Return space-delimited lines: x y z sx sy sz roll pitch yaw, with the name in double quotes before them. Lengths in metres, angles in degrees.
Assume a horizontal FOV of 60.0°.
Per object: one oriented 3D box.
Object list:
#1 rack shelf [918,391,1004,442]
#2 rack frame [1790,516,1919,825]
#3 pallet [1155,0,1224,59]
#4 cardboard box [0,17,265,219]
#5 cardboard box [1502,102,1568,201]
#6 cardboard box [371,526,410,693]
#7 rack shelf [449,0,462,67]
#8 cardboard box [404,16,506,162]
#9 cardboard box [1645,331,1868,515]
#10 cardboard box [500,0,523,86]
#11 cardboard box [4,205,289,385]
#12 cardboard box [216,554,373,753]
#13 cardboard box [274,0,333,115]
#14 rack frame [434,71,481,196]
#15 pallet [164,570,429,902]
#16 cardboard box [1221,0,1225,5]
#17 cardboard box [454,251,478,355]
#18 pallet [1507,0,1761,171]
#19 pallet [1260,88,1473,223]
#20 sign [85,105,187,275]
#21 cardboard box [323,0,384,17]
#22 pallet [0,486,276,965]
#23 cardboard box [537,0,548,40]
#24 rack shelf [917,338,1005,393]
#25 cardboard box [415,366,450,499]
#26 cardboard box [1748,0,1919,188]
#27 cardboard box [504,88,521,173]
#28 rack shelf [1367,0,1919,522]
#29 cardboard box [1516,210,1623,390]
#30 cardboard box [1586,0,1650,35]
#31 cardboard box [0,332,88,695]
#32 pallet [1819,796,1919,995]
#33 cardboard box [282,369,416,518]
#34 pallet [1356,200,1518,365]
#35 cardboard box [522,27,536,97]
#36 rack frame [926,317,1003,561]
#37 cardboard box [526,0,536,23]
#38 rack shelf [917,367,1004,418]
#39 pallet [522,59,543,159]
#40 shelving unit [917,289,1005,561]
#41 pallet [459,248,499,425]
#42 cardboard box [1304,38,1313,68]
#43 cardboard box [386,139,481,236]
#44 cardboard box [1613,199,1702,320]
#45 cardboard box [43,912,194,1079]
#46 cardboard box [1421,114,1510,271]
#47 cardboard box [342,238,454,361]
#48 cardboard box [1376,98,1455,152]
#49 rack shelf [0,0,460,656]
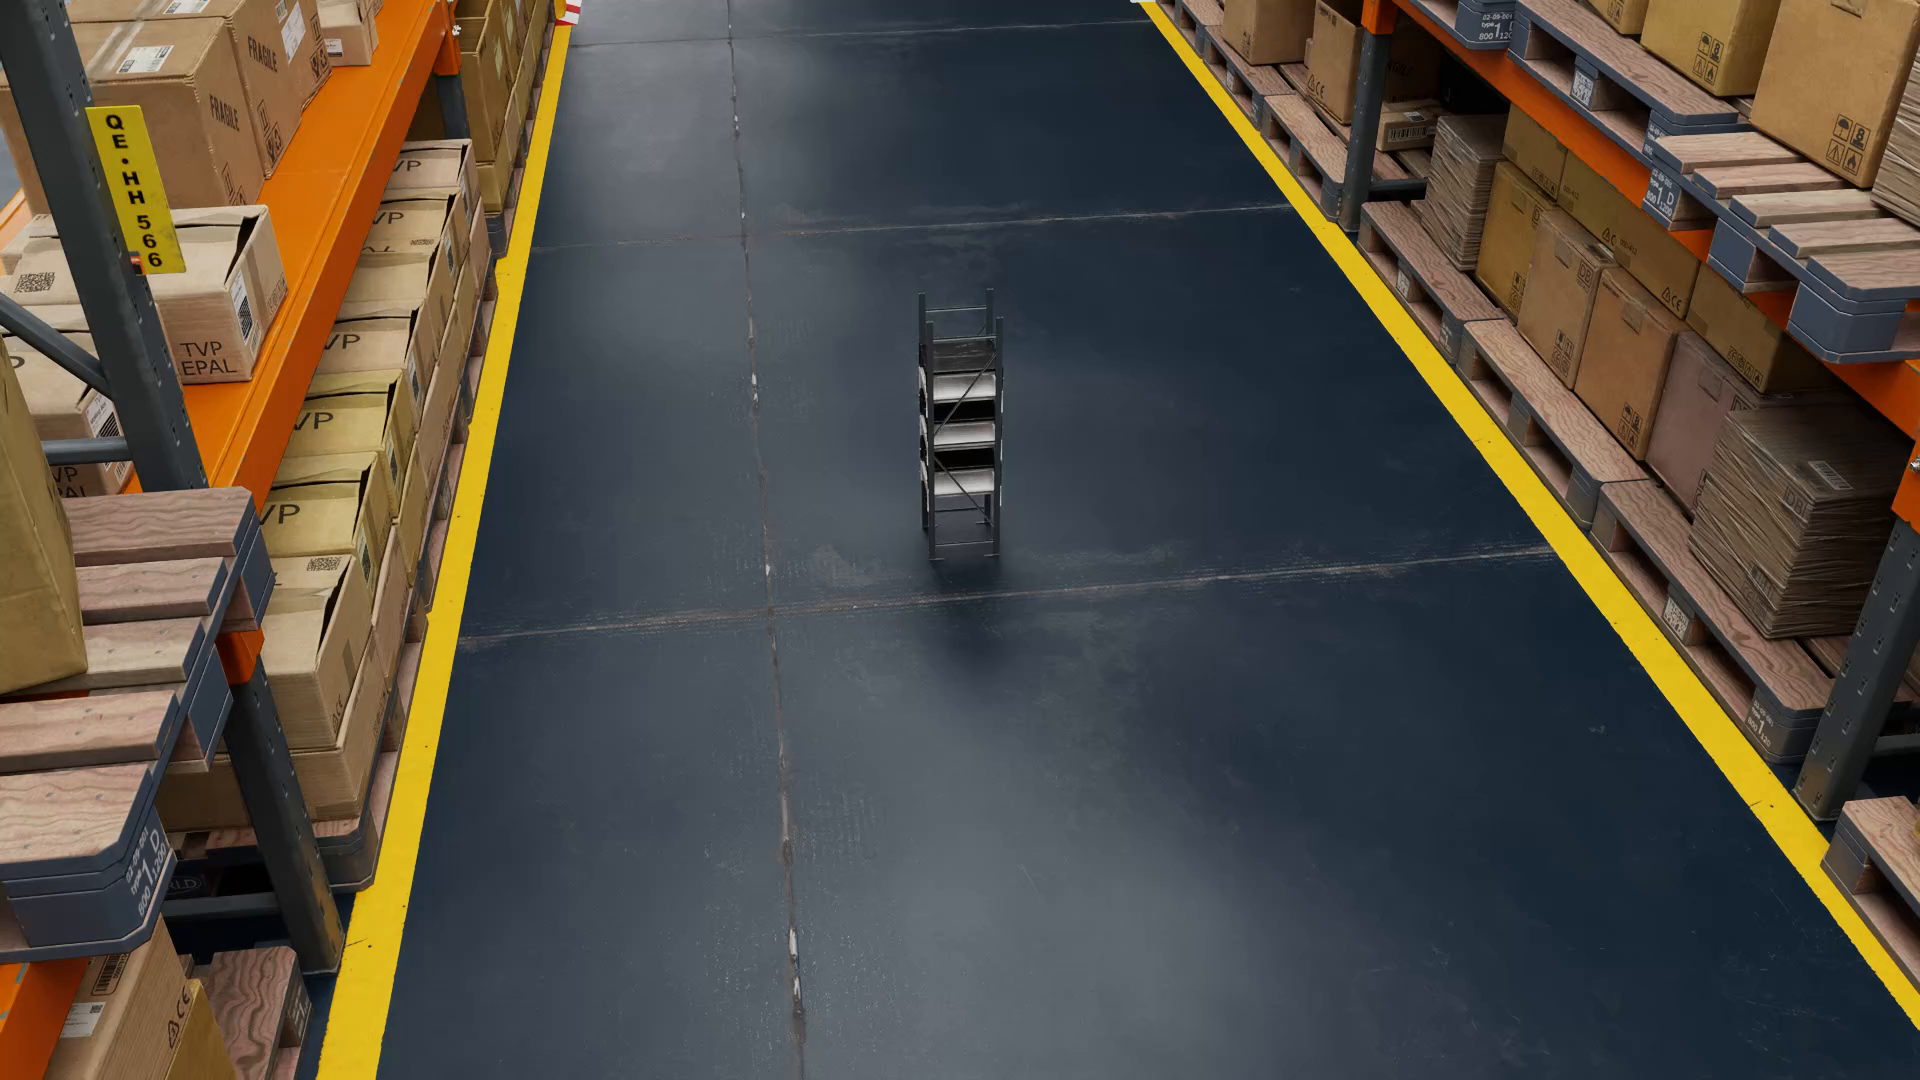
"rack shelf" 0.001 -0.414 5.458 0.258 0.077 0.200 -4 35 -6
"rack frame" 2.851 -0.526 3.858 1.000 3.000 0.127 -4 35 -6
"pallet" 1.859 -3.339 10.463 1.003 0.211 1.213 -4 35 -6
"cardboard box" -2.299 -1.125 4.648 0.500 0.500 0.500 -6 35 -9
"cardboard box" 2.491 -1.562 6.541 0.500 0.250 0.500 -5 35 -7
"cardboard box" -1.905 0.219 4.833 0.500 0.250 0.500 -5 35 -8
"rack shelf" -2.864 -3.199 8.420 1.077 0.370 4.000 -4 35 -6
"cardboard box" -2.348 -2.010 7.439 0.500 0.500 0.500 -4 35 -6
"cardboard box" 2.748 -0.369 5.456 0.700 0.500 0.500 -4 35 -6
"cardboard box" -2.482 -2.568 8.258 0.500 0.500 0.500 -4 35 -6
"cardboard box" -1.986 -0.625 4.083 0.500 0.311 0.500 -5 35 -7
"cardboard box" -1.837 0.268 4.264 0.500 0.311 0.500 -3 34 -5
"cardboard box" -2.437 -1.698 5.490 0.500 0.500 0.500 -2 34 -3
"rack frame" -2.595 -2.381 6.580 1.000 3.000 0.127 -4 35 -6
"pallet" -2.129 0.541 4.768 1.003 0.211 1.213 -4 35 -6
"cardboard box" 1.855 -3.350 9.999 0.500 0.311 0.500 -2 34 -2
"cardboard box" -2.186 -0.926 6.514 0.500 0.250 0.500 -5 35 -7
"pallet" 2.544 -1.548 5.528 1.003 0.211 1.213 -4 35 -6
"pallet" 2.187 -1.978 8.465 1.003 0.211 1.213 -4 35 -6
"sign" -1.521 -0.641 3.069 0.100 0.325 0.005 -4 35 -6
"cardboard box" -2.486 -2.047 6.224 0.500 0.250 0.500 -2 34 -3
"pallet" -1.897 0.304 2.811 1.213 0.211 1.003 -4 35 -6
"cardboard box" -2.689 -3.095 9.697 0.500 0.250 0.500 -4 35 -6
"rack shelf" 0.001 -0.563 5.357 0.258 0.077 0.200 -4 35 -6
"cardboard box" -2.050 -0.357 5.678 0.500 0.250 0.500 -4 34 -5
"cardboard box" 2.676 -1.320 4.544 0.700 0.500 0.500 -8 35 -11
"cardboard box" -2.420 -1.979 8.059 0.500 0.250 0.500 -4 35 -6
"rack shelf" 2.582 -1.345 5.698 1.077 0.370 4.000 -4 35 -6
"cardboard box" 2.576 -0.925 6.273 0.700 0.500 0.500 -4 34 -6
"cardboard box" 2.535 -2.017 5.567 0.700 0.500 0.500 0 34 0
"cardboard box" -1.861 -0.020 2.655 0.700 0.500 0.500 -16 37 -22
"pallet" 2.882 1.072 3.989 1.003 0.211 1.213 -4 35 -6
"cardboard box" -1.982 -0.309 5.111 0.500 0.311 0.500 -5 35 -8
"pallet" 2.419 -1.171 7.281 1.003 0.211 1.213 -4 35 -6
"cardboard box" -2.555 -2.537 8.878 0.500 0.250 0.500 -4 35 -6
"rack frame" 0.015 -0.311 5.407 0.240 0.900 0.006 -4 35 -6
"cardboard box" -2.617 -3.126 9.077 0.500 0.500 0.500 -4 35 -6
"rack shelf" 0.001 -0.489 5.407 0.258 0.077 0.200 -4 35 -6
"pallet" -2.828 -2.358 9.022 1.003 0.211 1.213 -4 35 -6
"shelving unit" 0.001 -0.367 5.490 0.258 0.900 0.210 -4 35 -6
"pallet" -2.458 -0.820 6.766 1.003 0.211 1.213 -4 35 -6
"cardboard box" 2.118 -2.656 9.124 0.380 0.149 0.250 -7 35 -10
"cardboard box" -2.257 -1.445 6.778 0.500 0.311 0.500 -4 35 -6
"cardboard box" 2.614 -0.992 5.705 0.500 0.250 0.500 -5 35 -7
"cardboard box" -1.687 0.928 2.888 0.500 0.250 0.500 -3 34 -5
"cardboard box" 2.428 -1.497 7.113 0.700 0.500 0.500 -3 34 -5
"cardboard box" -2.116 -0.877 5.944 0.500 0.311 0.500 -4 35 -7
"cardboard box" 2.211 -2.065 8.242 0.380 0.166 0.250 -9 35 -13
"rack shelf" -2.326 -0.967 5.145 1.077 0.370 4.000 -4 35 -6
